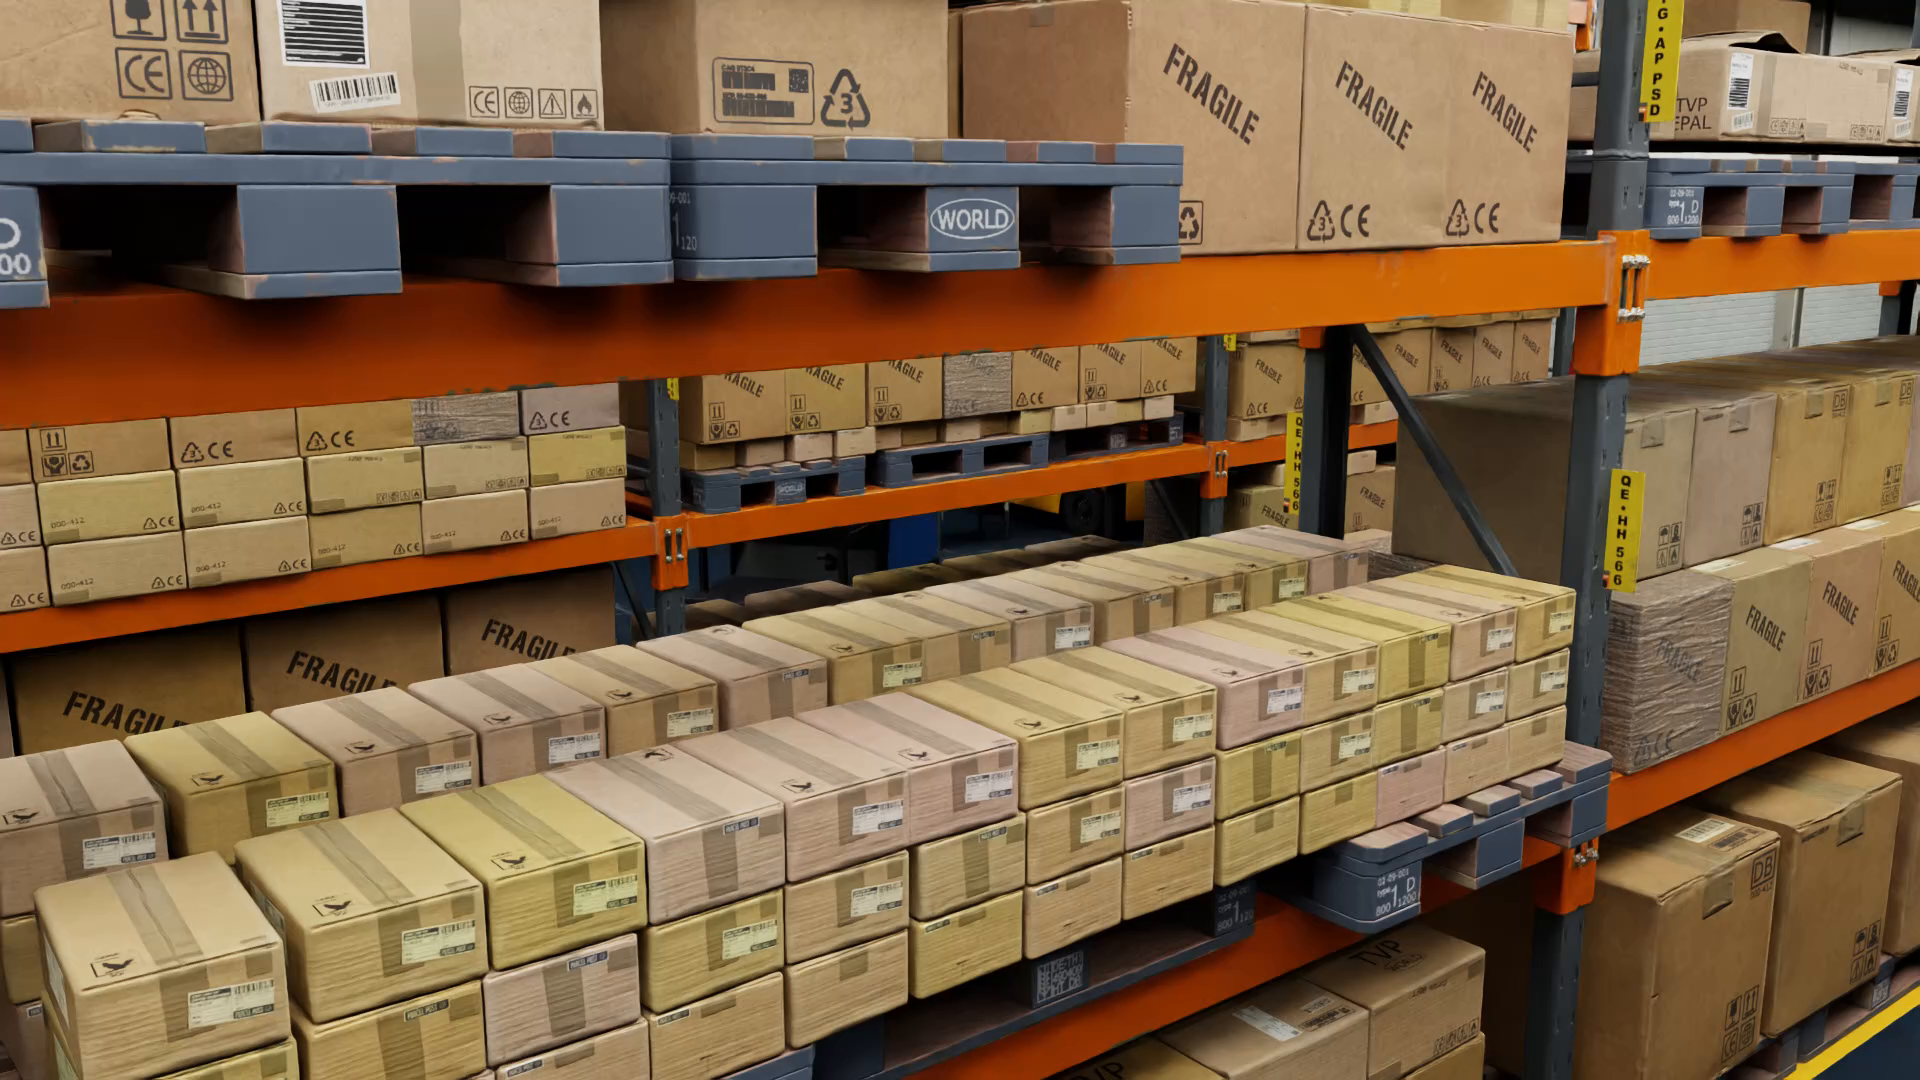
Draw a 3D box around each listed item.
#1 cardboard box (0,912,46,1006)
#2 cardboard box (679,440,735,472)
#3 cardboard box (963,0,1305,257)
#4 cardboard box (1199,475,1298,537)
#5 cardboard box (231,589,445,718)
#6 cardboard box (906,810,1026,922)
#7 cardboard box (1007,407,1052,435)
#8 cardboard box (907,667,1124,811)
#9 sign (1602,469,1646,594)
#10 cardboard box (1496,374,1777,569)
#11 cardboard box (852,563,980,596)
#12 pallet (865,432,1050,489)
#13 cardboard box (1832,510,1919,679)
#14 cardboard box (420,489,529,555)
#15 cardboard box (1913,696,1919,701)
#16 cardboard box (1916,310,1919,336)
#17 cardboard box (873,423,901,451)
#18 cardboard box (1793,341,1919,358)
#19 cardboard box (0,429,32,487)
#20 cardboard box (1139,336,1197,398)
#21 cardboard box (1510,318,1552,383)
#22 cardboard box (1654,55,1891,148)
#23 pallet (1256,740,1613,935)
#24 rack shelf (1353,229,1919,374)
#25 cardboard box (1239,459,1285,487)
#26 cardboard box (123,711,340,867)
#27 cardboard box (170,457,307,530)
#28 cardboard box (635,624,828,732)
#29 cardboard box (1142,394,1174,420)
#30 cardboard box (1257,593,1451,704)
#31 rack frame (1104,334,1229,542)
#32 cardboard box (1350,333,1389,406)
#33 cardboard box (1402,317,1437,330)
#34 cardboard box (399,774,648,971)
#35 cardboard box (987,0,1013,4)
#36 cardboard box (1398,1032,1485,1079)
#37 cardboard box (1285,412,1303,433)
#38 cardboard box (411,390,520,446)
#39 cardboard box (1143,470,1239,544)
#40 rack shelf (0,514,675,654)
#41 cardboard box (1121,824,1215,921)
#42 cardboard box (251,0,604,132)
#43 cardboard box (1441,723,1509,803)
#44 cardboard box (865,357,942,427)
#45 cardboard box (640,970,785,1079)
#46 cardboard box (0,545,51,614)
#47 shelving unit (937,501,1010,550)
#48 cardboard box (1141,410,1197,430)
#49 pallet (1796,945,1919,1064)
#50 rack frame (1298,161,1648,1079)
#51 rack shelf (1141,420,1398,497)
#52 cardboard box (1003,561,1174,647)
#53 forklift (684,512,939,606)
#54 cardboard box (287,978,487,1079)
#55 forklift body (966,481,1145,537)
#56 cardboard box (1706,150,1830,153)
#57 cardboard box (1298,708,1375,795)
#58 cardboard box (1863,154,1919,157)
[{"bbox_3d":[-1.520,0.624,2.845,0.250,0.149,0.380,-9,15,-36],"label":"cardboard box"},{"bbox_3d":[-1.386,-0.467,8.702,0.250,0.149,0.380,-11,16,-41],"label":"cardboard box"},{"bbox_3d":[0.353,-0.853,3.461,0.500,0.500,0.500,-9,15,-38],"label":"cardboard box"},{"bbox_3d":[1.997,-0.152,11.426,0.500,0.500,0.500,-9,15,-35],"label":"cardboard box"},{"bbox_3d":[-3.046,0.652,7.939,0.875,0.875,0.875,-9,15,-37],"label":"cardboard box"},{"bbox_3d":[-0.091,0.560,3.146,0.250,0.149,0.380,-10,15,-39],"label":"cardboard box"},{"bbox_3d":[0.333,-0.733,9.952,0.250,0.149,0.380,-9,15,-38],"label":"cardboard box"},{"bbox_3d":[0.105,0.382,3.268,0.250,0.149,0.380,-9,15,-36],"label":"cardboard box"},{"bbox_3d":[1.762,-0.024,4.423,0.005,0.325,0.100,-9,15,-38],"label":"sign"},{"bbox_3d":[2.167,-0.244,5.406,0.500,0.500,0.700,-10,15,-38],"label":"cardboard box"},{"bbox_3d":[-0.141,0.441,10.146,0.625,0.372,0.950,-9,15,-36],"label":"cardboard box"},{"bbox_3d":[-0.235,-0.542,9.924,1.213,0.211,1.003,-9,15,-38],"label":"pallet"},{"bbox_3d":[3.115,0.157,5.925,0.500,0.500,0.500,-10,15,-38],"label":"cardboard box"},{"bbox_3d":[-2.377,-0.123,7.847,0.500,0.250,0.500,-9,15,-37],"label":"cardboard box"},{"bbox_3d":[4.111,0.888,7.130,0.750,0.750,1.050,-10,15,-38],"label":"cardboard box"},{"bbox_3d":[4.849,-0.746,7.459,0.550,0.550,0.875,-9,15,-38],"label":"cardboard box"},{"bbox_3d":[-0.534,-0.603,9.340,0.250,0.149,0.380,-8,15,-34],"label":"cardboard box"},{"bbox_3d":[3.755,-0.508,6.650,0.500,0.500,0.700,-10,15,-39],"label":"cardboard box"},{"bbox_3d":[-3.976,-0.473,6.486,0.500,0.500,0.500,-10,15,-38],"label":"cardboard box"},{"bbox_3d":[1.151,-1.194,10.565,0.500,0.500,0.500,-10,15,-39],"label":"cardboard box"},{"bbox_3d":[4.240,-1.490,12.968,0.500,0.500,0.500,-10,15,-39],"label":"cardboard box"},{"bbox_3d":[2.510,-1.355,5.174,0.500,0.250,0.500,-9,15,-36],"label":"cardboard box"},{"bbox_3d":[0.926,0.621,4.447,1.003,0.211,1.213,-9,15,-38],"label":"pallet"},{"bbox_3d":[2.977,-0.958,5.929,4.000,0.370,1.077,-9,15,-38],"label":"rack shelf"},{"bbox_3d":[2.132,-0.476,11.389,0.250,0.149,0.380,-9,15,-37],"label":"cardboard box"},{"bbox_3d":[-1.307,0.444,2.979,0.250,0.149,0.380,-10,16,-39],"label":"cardboard box"},{"bbox_3d":[-3.165,-0.236,7.174,0.500,0.250,0.500,-10,16,-39],"label":"cardboard box"},{"bbox_3d":[-0.498,0.310,3.610,0.250,0.149,0.380,-10,16,-40],"label":"cardboard box"},{"bbox_3d":[1.139,-0.863,10.564,0.250,0.149,0.380,-9,15,-37],"label":"cardboard box"},{"bbox_3d":[0.917,0.248,3.903,0.250,0.149,0.380,-9,15,-36],"label":"cardboard box"},{"bbox_3d":[1.368,-0.892,11.107,0.127,3.000,1.000,-9,15,-38],"label":"rack frame"},{"bbox_3d":[2.663,-1.230,11.743,0.500,0.500,0.500,-10,15,-38],"label":"cardboard box"},{"bbox_3d":[3.019,-1.803,12.035,0.500,0.500,0.700,-10,15,-38],"label":"cardboard box"},{"bbox_3d":[-0.697,0.516,2.639,0.250,0.149,0.380,-9,15,-37],"label":"cardboard box"},{"bbox_3d":[0.271,-1.209,3.295,0.258,0.266,0.396,-9,15,-38],"label":"cardboard box"},{"bbox_3d":[1.065,1.562,4.558,0.500,0.500,0.500,-10,15,-38],"label":"cardboard box"},{"bbox_3d":[2.168,-0.838,11.460,0.250,0.149,0.380,-10,15,-38],"label":"cardboard box"},{"bbox_3d":[-2.391,-0.733,7.713,0.500,0.500,0.500,-9,15,-37],"label":"cardboard box"},{"bbox_3d":[1.662,-0.239,11.838,0.500,0.500,0.500,-10,15,-38],"label":"cardboard box"},{"bbox_3d":[-3.317,0.239,7.515,4.000,0.370,1.077,-9,15,-38],"label":"rack shelf"},{"bbox_3d":[0.313,0.639,3.494,0.250,0.149,0.380,-9,15,-36],"label":"cardboard box"},{"bbox_3d":[-0.889,-0.773,2.531,0.500,0.311,0.500,-10,15,-38],"label":"cardboard box"},{"bbox_3d":[1.123,0.505,4.123,0.250,0.149,0.380,-9,15,-38],"label":"cardboard box"},{"bbox_3d":[-0.447,-0.932,9.330,0.500,0.500,0.500,-9,15,-37],"label":"cardboard box"},{"bbox_3d":[-0.506,0.776,2.847,0.250,0.149,0.380,-9,15,-37],"label":"cardboard box"},{"bbox_3d":[-3.967,0.138,6.619,0.500,0.250,0.500,-10,16,-39],"label":"cardboard box"},{"bbox_3d":[0.005,-0.735,13.977,0.755,1.500,0.431,-9,15,-38],"label":"shelving unit"},{"bbox_3d":[1.428,-0.860,11.562,0.250,0.149,0.380,-10,15,-38],"label":"cardboard box"},{"bbox_3d":[3.030,1.533,6.399,1.213,0.211,1.003,-9,15,-38],"label":"pallet"},{"bbox_3d":[1.416,0.417,4.944,0.127,3.000,1.000,-9,15,-38],"label":"rack frame"},{"bbox_3d":[2.930,-0.799,12.404,4.000,0.370,1.077,-9,15,-38],"label":"rack shelf"},{"bbox_3d":[0.324,0.173,4.256,0.250,0.149,0.380,-10,16,-40],"label":"cardboard box"},{"bbox_3d":[-1.115,-0.770,10.699,1.130,2.935,3.031,4,13,19],"label":"forklift"},{"bbox_3d":[-0.912,0.697,2.500,0.250,0.149,0.380,-10,15,-39],"label":"cardboard box"},{"bbox_3d":[1.047,-1.258,14.876,1.214,2.155,2.313,-9,15,-38],"label":"forklift body"},{"bbox_3d":[2.946,-1.550,6.055,0.258,0.266,0.396,-9,15,-38],"label":"cardboard box"},{"bbox_3d":[0.708,0.429,3.766,0.250,0.149,0.380,-9,15,-38],"label":"cardboard box"},{"bbox_3d":[3.912,-1.720,6.858,0.396,0.266,0.258,-10,15,-39],"label":"cardboard box"}]
